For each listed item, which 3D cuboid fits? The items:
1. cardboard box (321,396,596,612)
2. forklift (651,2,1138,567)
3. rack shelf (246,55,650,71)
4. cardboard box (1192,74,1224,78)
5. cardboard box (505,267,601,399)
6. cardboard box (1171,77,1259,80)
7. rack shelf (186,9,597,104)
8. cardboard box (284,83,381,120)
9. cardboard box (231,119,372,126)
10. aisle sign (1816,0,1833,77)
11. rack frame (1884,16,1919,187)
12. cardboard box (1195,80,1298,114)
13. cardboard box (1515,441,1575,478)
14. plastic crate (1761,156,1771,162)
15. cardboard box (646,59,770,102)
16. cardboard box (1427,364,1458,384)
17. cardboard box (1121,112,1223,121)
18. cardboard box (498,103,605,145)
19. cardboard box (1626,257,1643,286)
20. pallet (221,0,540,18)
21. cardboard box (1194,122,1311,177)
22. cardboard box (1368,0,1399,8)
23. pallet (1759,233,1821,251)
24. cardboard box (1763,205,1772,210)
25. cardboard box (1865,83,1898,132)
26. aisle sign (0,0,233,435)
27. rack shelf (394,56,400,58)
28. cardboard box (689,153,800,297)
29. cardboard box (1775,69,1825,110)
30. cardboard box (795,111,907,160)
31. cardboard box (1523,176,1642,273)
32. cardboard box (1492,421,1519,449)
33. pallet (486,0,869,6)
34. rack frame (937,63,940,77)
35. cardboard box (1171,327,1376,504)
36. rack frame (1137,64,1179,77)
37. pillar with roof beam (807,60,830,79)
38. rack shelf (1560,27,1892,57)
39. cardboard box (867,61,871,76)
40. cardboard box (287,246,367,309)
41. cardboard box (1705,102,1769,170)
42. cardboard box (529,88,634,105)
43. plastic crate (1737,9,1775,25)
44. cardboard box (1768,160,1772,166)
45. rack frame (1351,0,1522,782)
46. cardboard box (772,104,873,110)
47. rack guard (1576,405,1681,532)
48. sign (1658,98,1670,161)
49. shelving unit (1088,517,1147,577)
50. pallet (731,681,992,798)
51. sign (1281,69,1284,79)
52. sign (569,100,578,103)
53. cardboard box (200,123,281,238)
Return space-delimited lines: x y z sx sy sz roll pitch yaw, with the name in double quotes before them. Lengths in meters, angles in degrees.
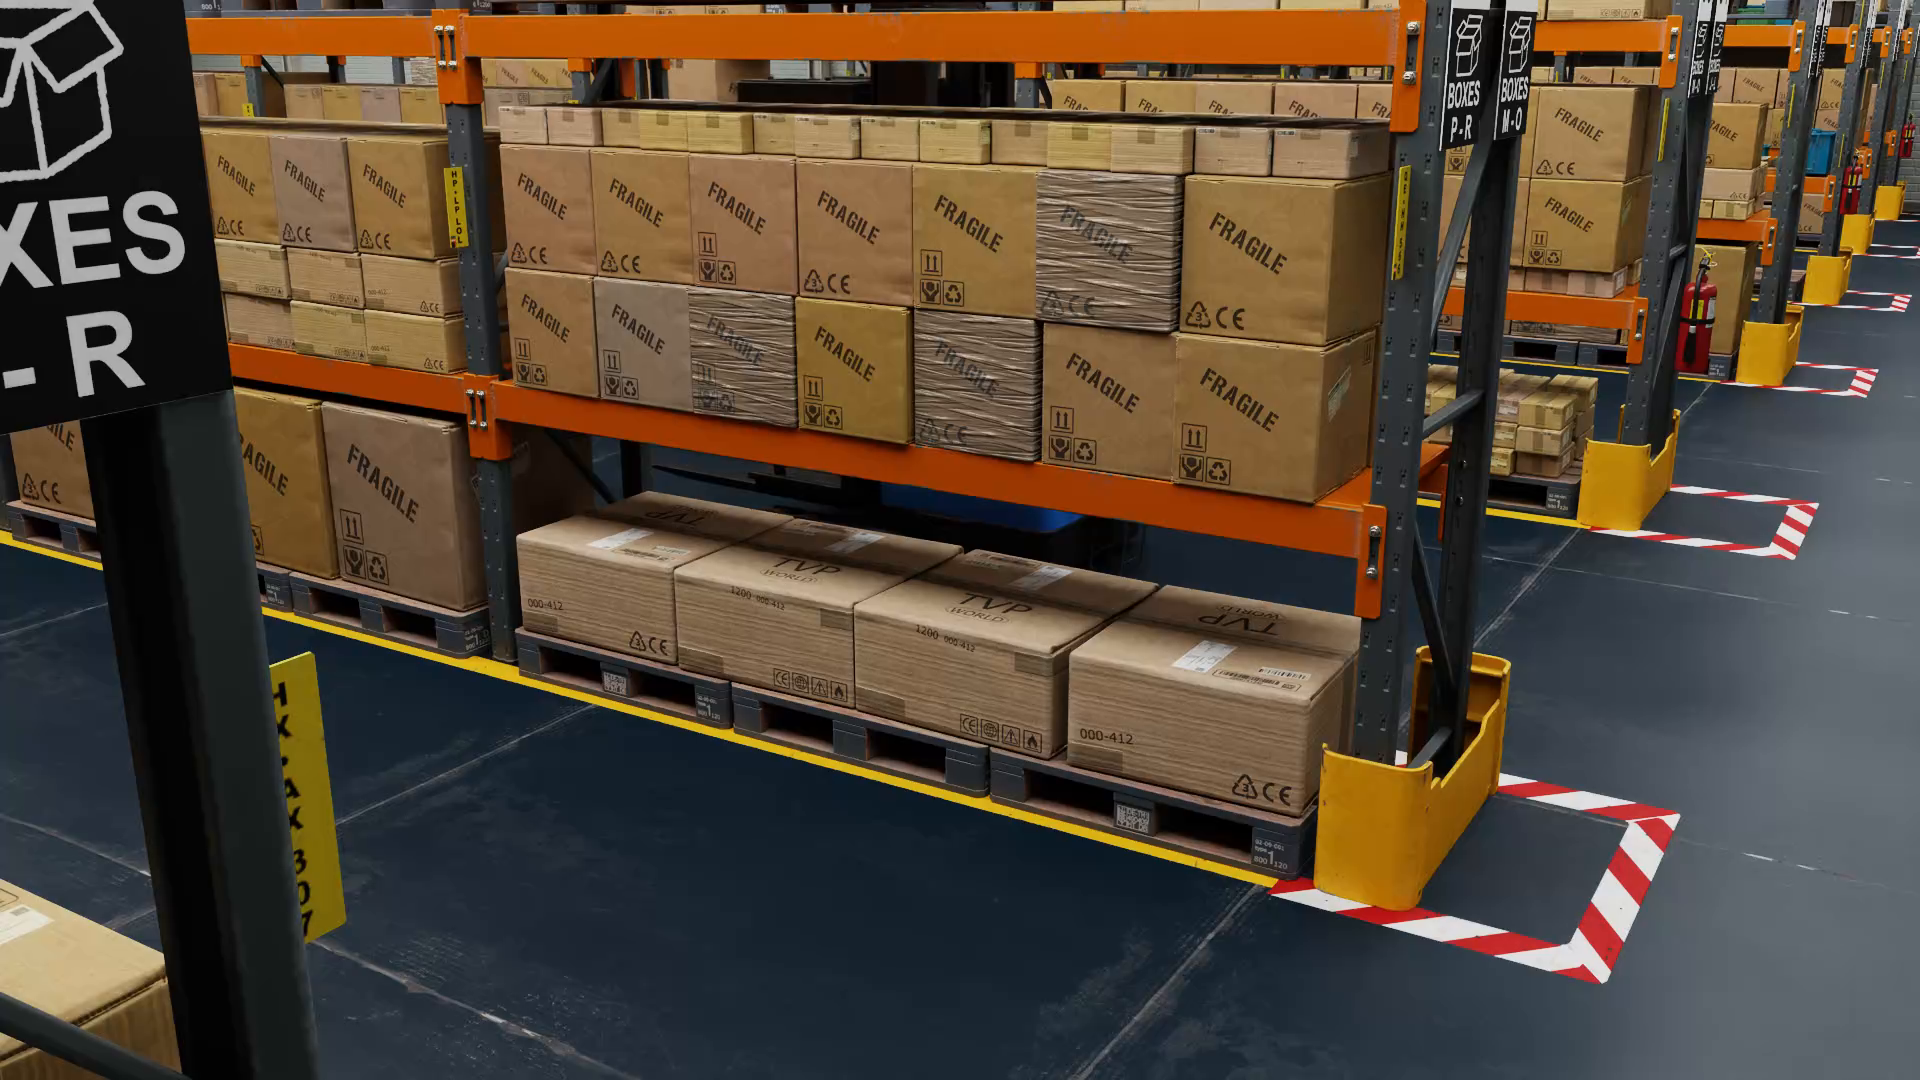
"cardboard box" -2.387 -0.261 8.014 0.875 0.875 0.875 11 20 32
"forklift" -0.517 -1.503 9.286 3.031 2.935 1.130 11 20 32
"rack shelf" -4.425 -4.248 14.281 4.000 0.370 1.077 10 20 30
"cardboard box" 4.745 -8.527 31.362 0.500 0.500 0.700 10 20 30
"cardboard box" -1.554 -0.914 7.058 0.500 0.500 0.500 11 20 32
"cardboard box" 1.673 -2.831 11.135 0.500 0.500 0.500 9 19 28
"rack shelf" -3.521 -2.398 8.191 4.000 0.370 1.077 10 20 30
"cardboard box" -5.703 -3.913 15.210 0.500 0.500 0.700 10 19 29
"cardboard box" -3.359 -1.892 8.555 0.500 0.500 0.500 10 19 29
"aisle sign" 6.996 -4.156 13.429 0.004 0.787 0.394 10 20 30
"rack frame" 14.555 -6.529 25.714 0.127 3.000 1.000 10 20 30
"cardboard box" 1.808 -2.624 10.455 0.500 0.500 0.500 10 20 31
"cardboard box" 3.538 -0.501 10.052 0.250 0.149 0.380 11 20 31
"plastic crate" 8.580 -4.057 17.927 0.243 0.136 0.396 10 20 30
"cardboard box" -2.844 -5.006 18.947 1.000 1.000 1.000 10 20 30
"cardboard box" 3.127 -1.020 10.738 0.250 0.149 0.380 9 19 27
"cardboard box" 0.778 -1.479 6.082 0.250 0.149 0.380 9 19 28
"cardboard box" -1.684 -1.727 6.897 0.250 0.149 0.380 10 19 29
"cardboard box" 3.992 -1.646 10.071 0.250 0.149 0.380 10 20 30
"pallet" -2.624 -2.474 7.532 1.217 0.209 0.805 9 19 28
"cardboard box" 0.952 -1.269 5.388 0.250 0.149 0.380 11 20 31
"cardboard box" 2.716 -3.157 9.711 0.500 0.250 0.500 11 20 32
"pallet" 11.221 -4.100 22.515 1.213 0.211 1.003 10 20 30
"cardboard box" 11.225 -4.425 22.763 0.500 0.250 0.500 10 20 30
"cardboard box" 14.115 -6.748 25.918 0.700 0.700 0.980 11 20 33
"aisle sign" -0.791 -0.471 1.297 0.004 0.787 0.394 10 20 30
"rack shelf" -5.152 -6.069 20.277 4.000 0.370 1.077 10 20 30
"cardboard box" -0.680 -1.237 6.402 0.500 0.500 0.500 11 20 31
"cardboard box" 11.011 -5.904 21.764 0.500 0.500 0.500 11 20 32
"cardboard box" -0.396 -1.491 6.119 0.250 0.149 0.380 10 20 30
"cardboard box" 3.579 -1.830 9.562 0.500 0.500 0.500 11 20 31
"cardboard box" 3.303 -0.677 10.121 0.250 0.149 0.380 10 19 29
"pallet" -1.125 -2.268 6.680 1.213 0.211 1.003 10 20 30
"rack frame" -0.039 -4.065 17.604 0.127 3.000 1.000 10 20 30
"cardboard box" 1.042 -0.450 5.529 0.500 0.500 0.500 10 20 30
"rack frame" 2.553 -5.292 21.643 0.127 3.000 1.000 10 20 30
"pillar with roof beam" -5.396 -11.787 32.703 0.400 9.000 9.100 10 20 30
"rack shelf" 10.261 -6.697 22.343 4.000 0.370 1.077 10 20 30
"cardboard box" -1.232 -8.322 29.212 0.500 0.500 0.700 10 20 30
"cardboard box" -2.749 -1.251 7.737 0.500 0.250 0.500 11 20 31
"cardboard box" 6.225 -3.287 13.498 0.500 0.500 0.500 10 20 31
"cardboard box" -3.098 -3.449 13.684 0.500 0.500 0.700 10 20 30
"plastic crate" 8.380 -5.488 17.492 0.336 0.188 0.450 10 20 30
"cardboard box" 13.036 -6.149 26.925 0.250 0.149 0.380 10 20 31
"rack frame" 1.592 -0.394 5.518 0.127 3.000 1.000 10 20 30
"cardboard box" -0.555 -1.701 6.811 0.250 0.149 0.380 10 20 30
"rack guard" 4.031 -0.451 10.006 0.348 0.500 1.175 10 20 30
"sign" 3.789 -2.206 8.948 0.005 0.325 0.100 10 20 30
"shelving unit" 0.879 -0.410 8.641 0.189 1.200 0.258 18 24 30
"pallet" -0.166 0.652 6.872 1.213 0.211 1.003 10 20 30
"sign" 4.861 -6.934 25.057 0.005 0.325 0.100 10 20 30
"sign" -3.008 -3.268 12.988 0.005 0.325 0.100 10 20 30
"cardboard box" -3.644 -1.769 8.150 0.500 0.500 0.500 10 20 31
